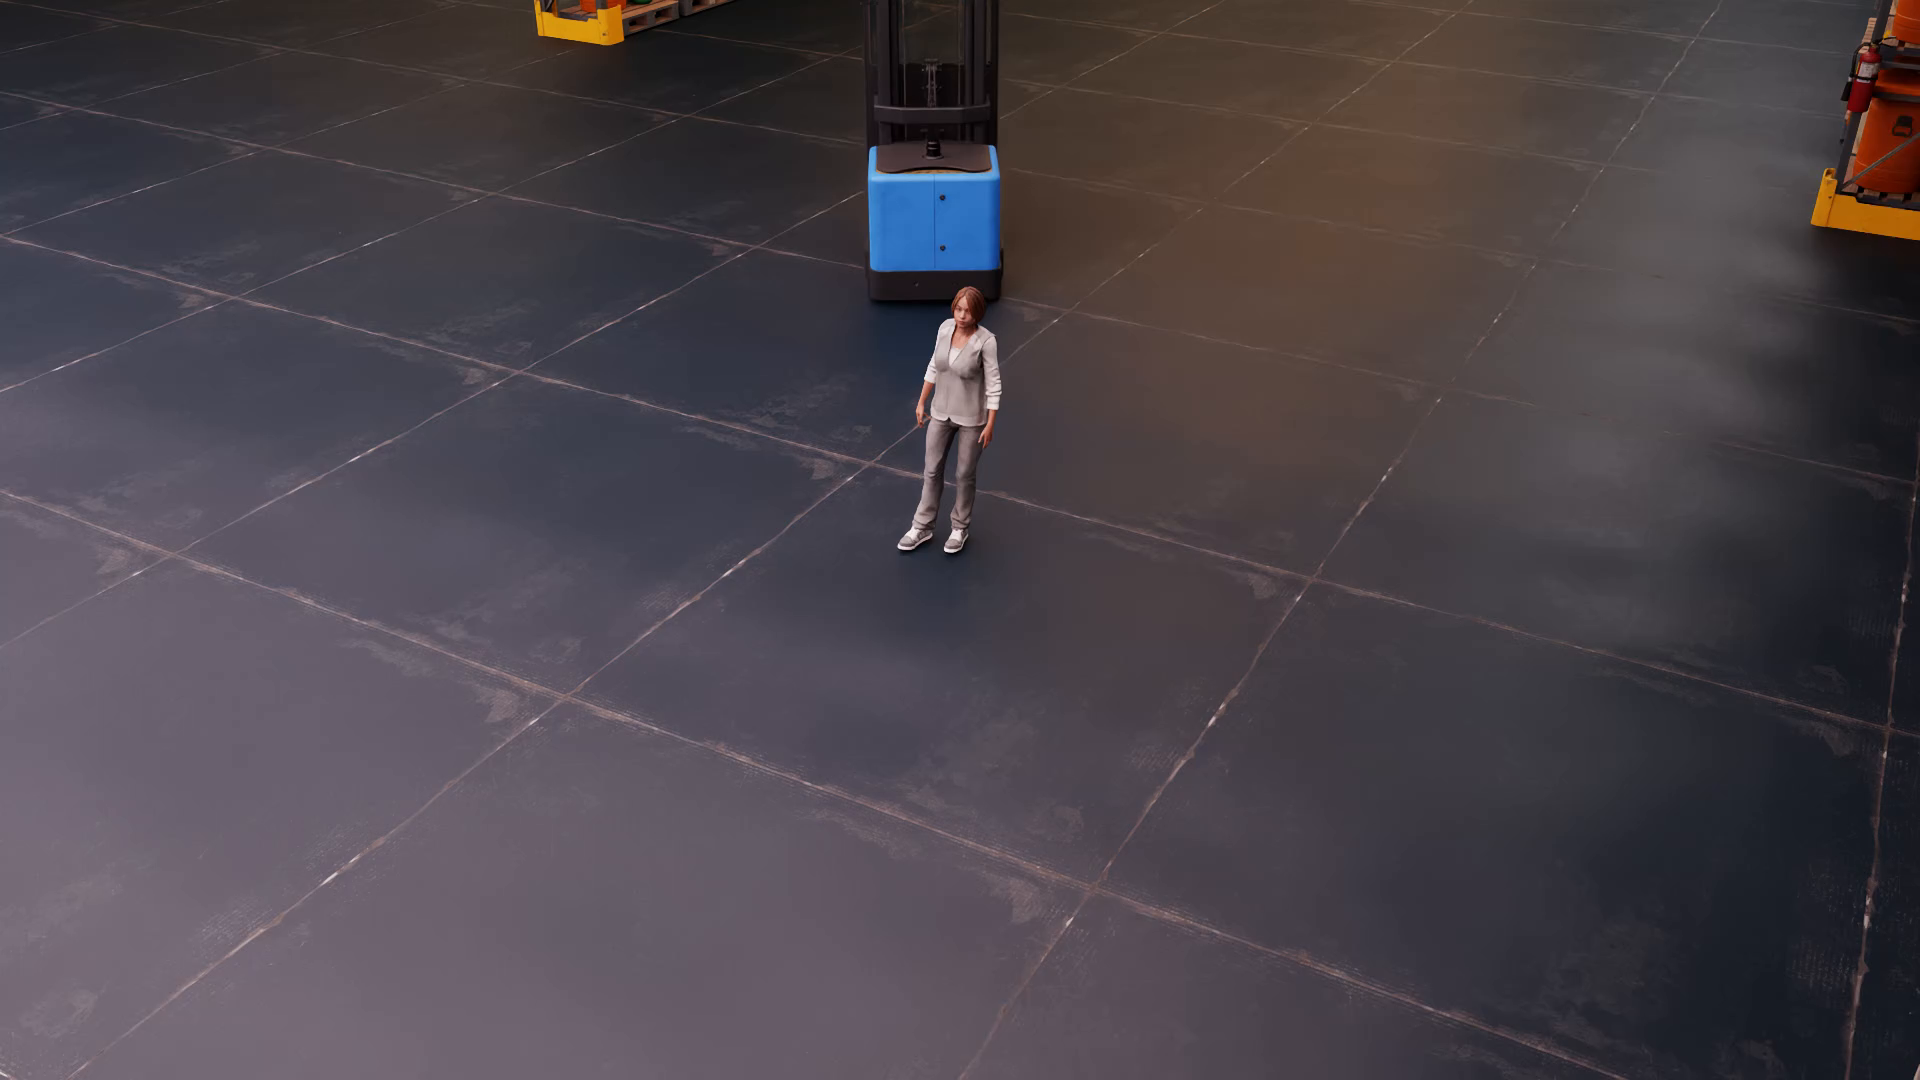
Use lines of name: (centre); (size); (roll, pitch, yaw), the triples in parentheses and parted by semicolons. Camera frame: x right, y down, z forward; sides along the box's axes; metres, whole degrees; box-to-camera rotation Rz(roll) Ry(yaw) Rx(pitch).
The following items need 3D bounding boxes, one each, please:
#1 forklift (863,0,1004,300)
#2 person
forklift: (-0.241, -3.863, 13.763); (1.130, 2.935, 3.031); (-1, 30, -2)
person: (-0.048, -0.669, 9.550); (0.520, 1.597, 0.475); (15, 33, 25)
